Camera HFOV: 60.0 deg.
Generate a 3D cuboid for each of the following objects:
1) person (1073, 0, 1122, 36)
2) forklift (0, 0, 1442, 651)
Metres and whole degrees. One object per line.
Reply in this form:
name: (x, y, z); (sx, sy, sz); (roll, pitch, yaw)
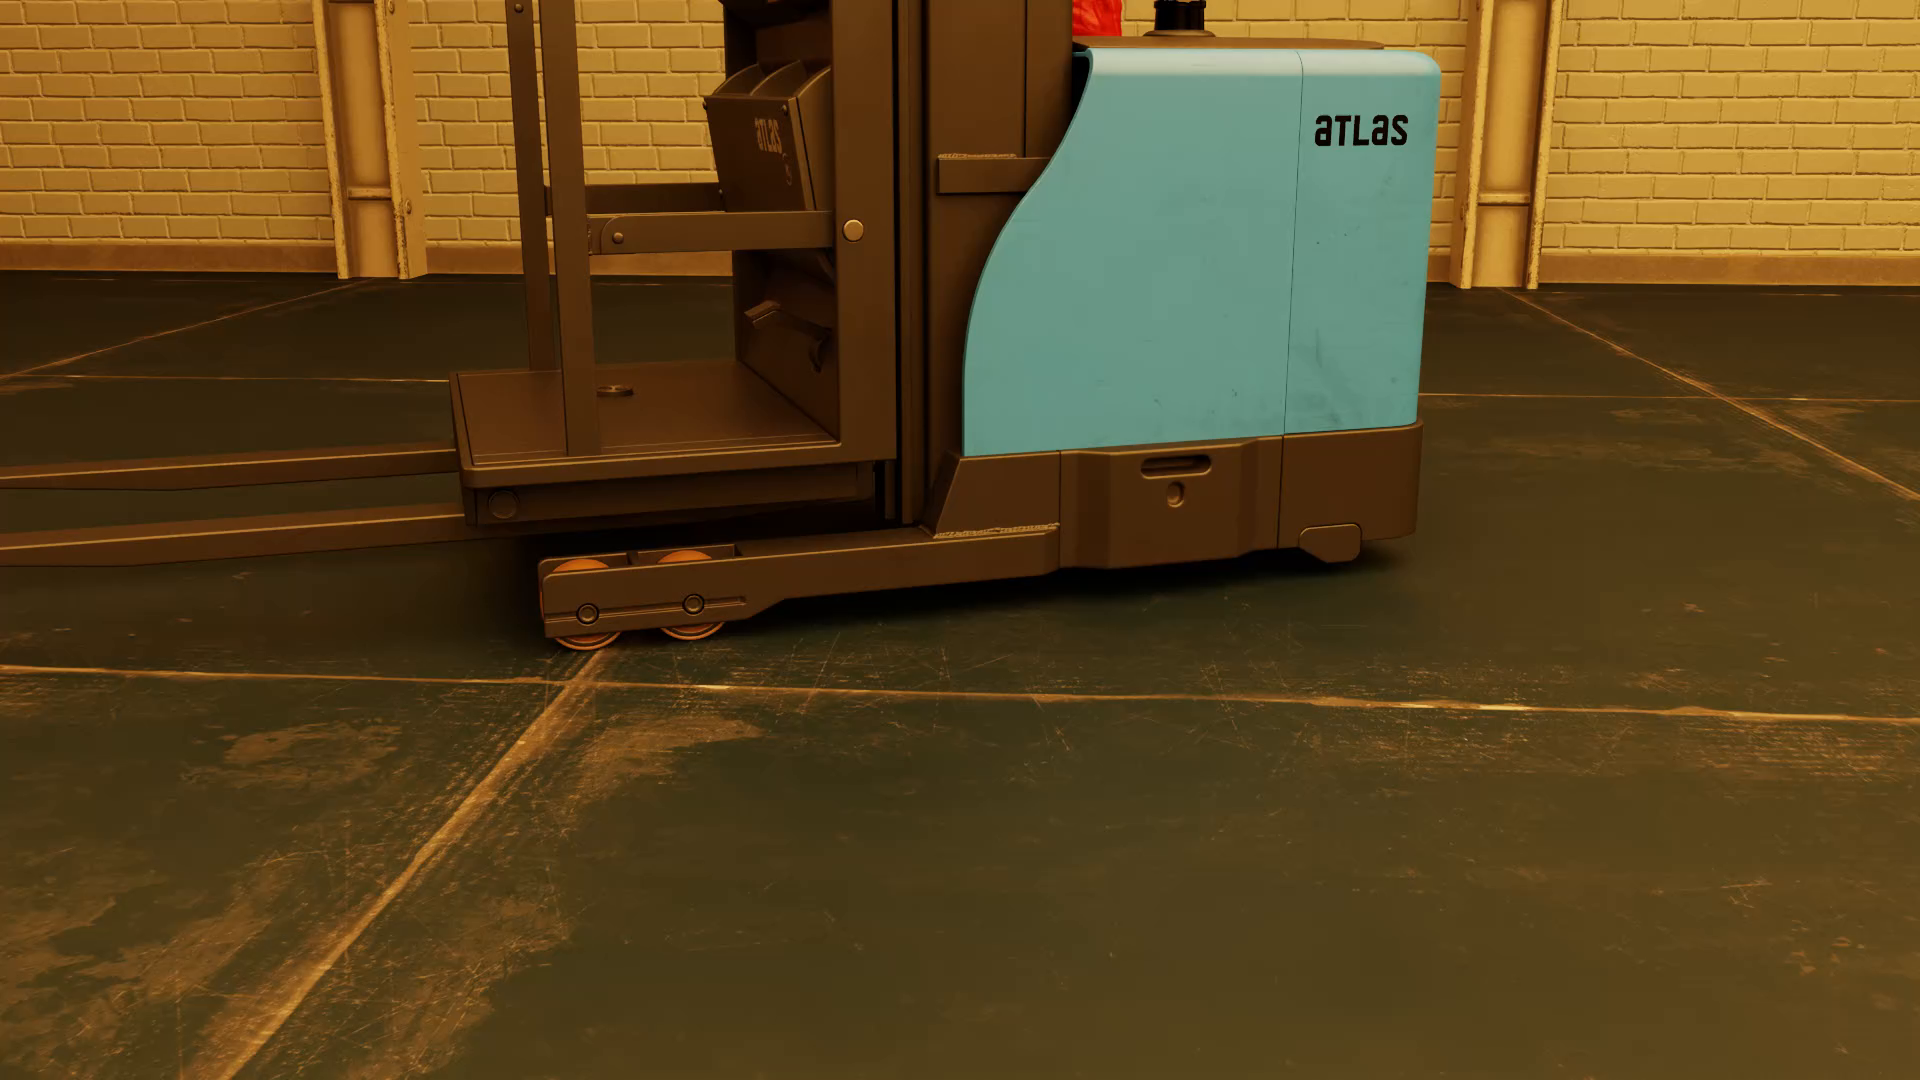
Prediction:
person: (0.497, -1.371, 5.532); (0.550, 1.728, 0.641); (5, 16, 19)
forklift: (-0.580, -1.366, 3.251); (3.031, 2.935, 1.130); (-5, 16, -17)
